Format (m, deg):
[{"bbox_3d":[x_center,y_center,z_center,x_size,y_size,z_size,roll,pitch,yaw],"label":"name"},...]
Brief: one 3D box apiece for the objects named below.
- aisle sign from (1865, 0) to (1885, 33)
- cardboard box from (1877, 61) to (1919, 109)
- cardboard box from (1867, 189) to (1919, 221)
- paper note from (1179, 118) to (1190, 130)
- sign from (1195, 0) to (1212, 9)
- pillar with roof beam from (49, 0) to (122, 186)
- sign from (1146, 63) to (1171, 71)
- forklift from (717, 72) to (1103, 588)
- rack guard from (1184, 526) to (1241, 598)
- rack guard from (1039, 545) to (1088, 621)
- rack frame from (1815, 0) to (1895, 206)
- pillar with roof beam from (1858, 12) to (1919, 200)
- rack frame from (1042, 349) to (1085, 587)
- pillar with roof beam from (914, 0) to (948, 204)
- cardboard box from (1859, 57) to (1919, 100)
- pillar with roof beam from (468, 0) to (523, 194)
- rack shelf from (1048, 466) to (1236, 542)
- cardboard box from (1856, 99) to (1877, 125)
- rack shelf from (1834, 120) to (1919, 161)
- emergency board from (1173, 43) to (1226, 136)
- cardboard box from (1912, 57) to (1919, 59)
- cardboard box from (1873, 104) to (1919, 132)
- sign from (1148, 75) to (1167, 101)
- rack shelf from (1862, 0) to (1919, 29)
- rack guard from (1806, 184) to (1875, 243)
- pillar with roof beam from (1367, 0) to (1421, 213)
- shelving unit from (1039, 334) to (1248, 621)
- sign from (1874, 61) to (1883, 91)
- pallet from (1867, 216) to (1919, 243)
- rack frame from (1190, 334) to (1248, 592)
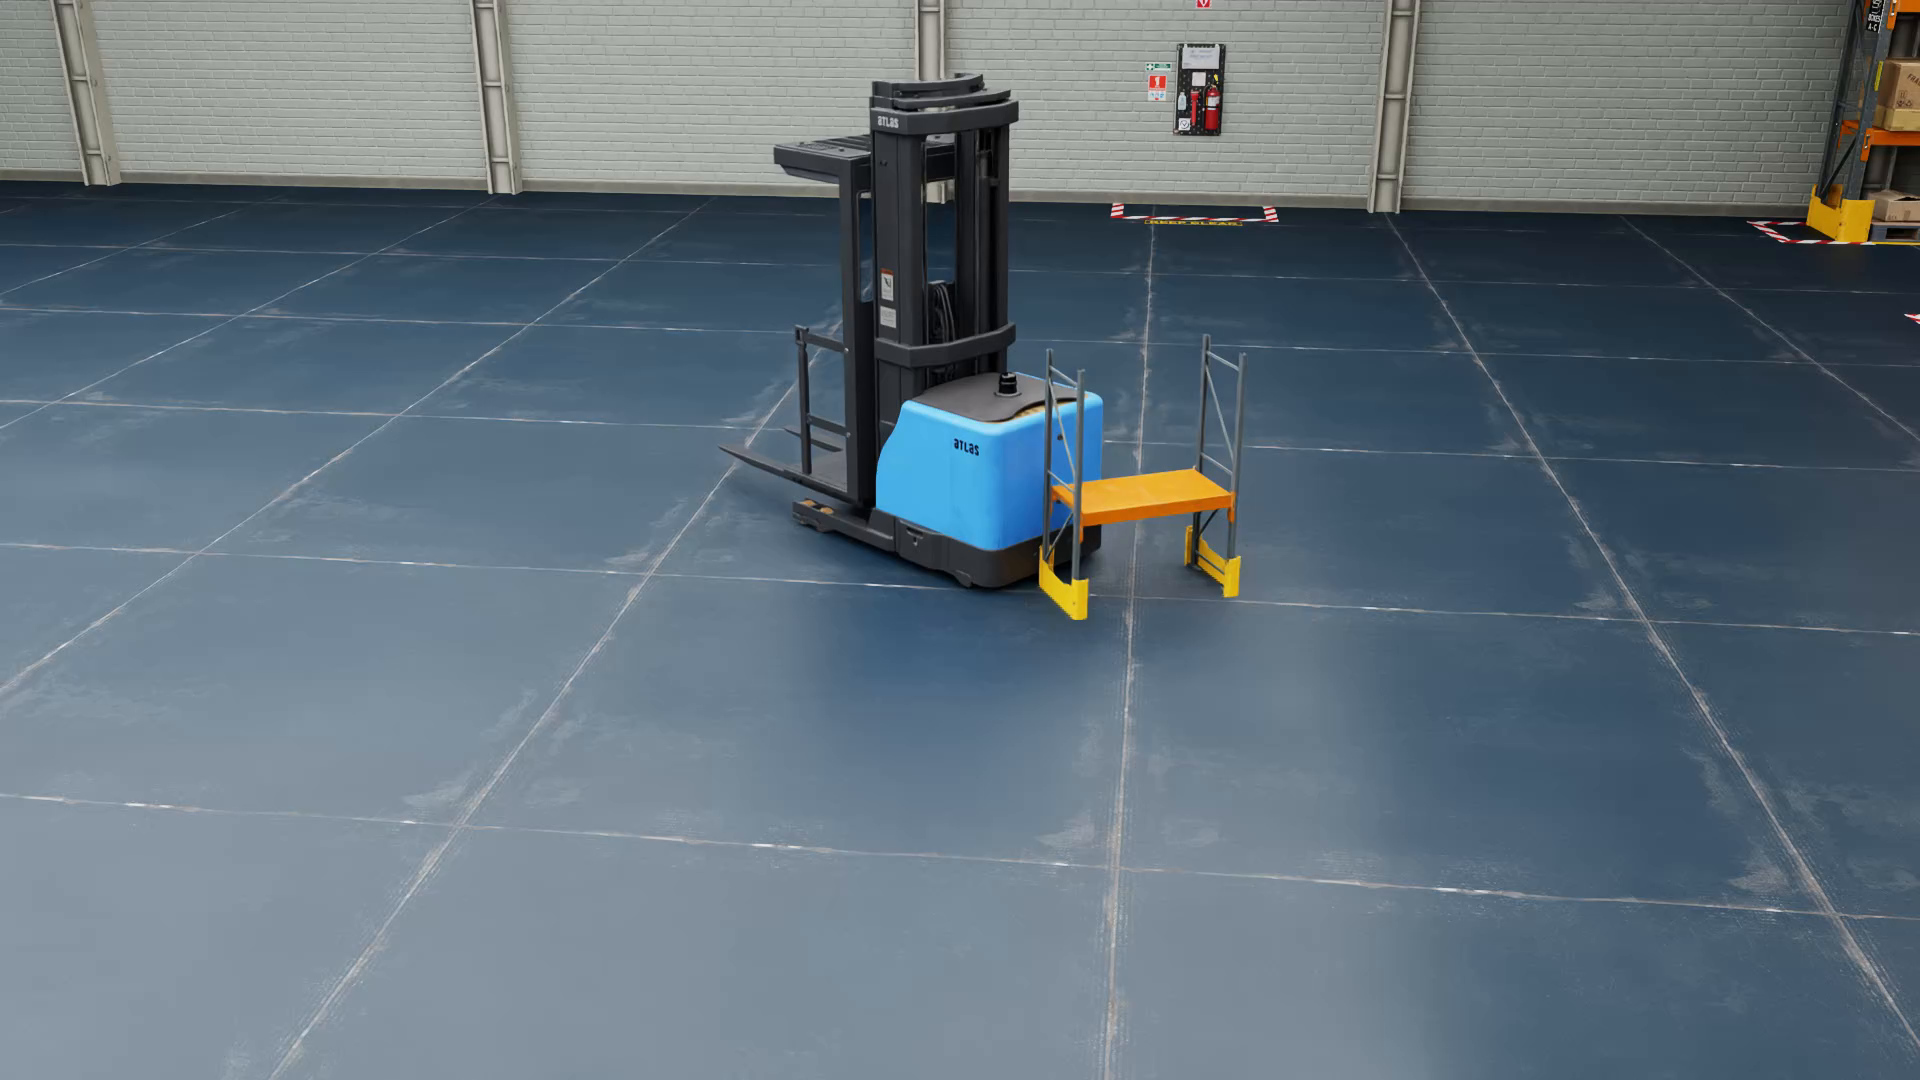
[{"bbox_3d":[10.630,-6.292,19.240,0.004,0.787,0.394,2,22,6],"label":"aisle sign"},{"bbox_3d":[11.176,-5.348,19.543,0.500,0.500,0.500,3,22,6],"label":"cardboard box"},{"bbox_3d":[11.414,-4.081,20.242,0.500,0.311,0.500,0,22,0],"label":"cardboard box"},{"bbox_3d":[2.959,-5.479,21.917,0.142,0.148,0.016,2,22,6],"label":"paper note"},{"bbox_3d":[3.130,-6.970,21.338,0.199,0.298,0.001,2,22,6],"label":"sign"},{"bbox_3d":[-12.806,-7.732,18.257,0.400,9.000,9.100,2,22,6],"label":"pillar with roof beam"},{"bbox_3d":[2.593,-6.177,21.715,0.331,0.109,0.001,2,22,6],"label":"sign"},{"bbox_3d":[-0.479,-1.528,10.818,1.130,2.935,3.031,-19,29,-40],"label":"forklift"},{"bbox_3d":[1.555,0.129,10.273,0.087,0.250,0.587,-7,23,-18],"label":"rack guard"},{"bbox_3d":[0.617,0.252,9.962,0.087,0.250,0.587,-7,23,-18],"label":"rack guard"},{"bbox_3d":[10.737,-5.190,19.987,0.127,3.000,1.000,2,22,6],"label":"rack frame"},{"bbox_3d":[11.027,-6.693,15.631,0.400,9.000,9.100,2,22,6],"label":"pillar with roof beam"},{"bbox_3d":[0.599,-0.327,9.726,0.032,1.500,0.500,-7,23,-18],"label":"rack frame"},{"bbox_3d":[-0.889,-7.213,16.944,0.400,9.000,9.100,2,22,6],"label":"pillar with roof beam"},{"bbox_3d":[11.230,-5.535,20.018,0.500,0.500,0.500,2,22,6],"label":"cardboard box"},{"bbox_3d":[-6.847,-7.472,17.601,0.400,9.000,9.100,2,22,6],"label":"pillar with roof beam"},{"bbox_3d":[1.077,-0.222,9.951,1.000,0.185,0.538,-7,23,-18],"label":"rack shelf"},{"bbox_3d":[11.224,-5.180,20.139,0.500,0.250,0.500,3,22,7],"label":"cardboard box"},{"bbox_3d":[12.723,-4.769,19.900,4.000,0.370,1.077,2,22,6],"label":"rack shelf"},{"bbox_3d":[3.126,-5.856,21.672,0.643,1.169,0.194,2,22,6],"label":"emergency board"},{"bbox_3d":[11.729,-5.510,19.954,0.500,0.500,0.500,3,22,7],"label":"cardboard box"},{"bbox_3d":[11.184,-4.992,19.664,0.500,0.250,0.500,2,22,5],"label":"cardboard box"},{"bbox_3d":[2.589,-5.934,21.821,0.234,0.329,0.001,2,22,6],"label":"sign"},{"bbox_3d":[12.723,-6.164,19.349,4.000,0.370,1.077,2,22,6],"label":"rack shelf"},{"bbox_3d":[10.813,-4.024,20.438,0.348,0.500,1.175,2,22,6],"label":"rack guard"},{"bbox_3d":[5.069,-6.953,16.287,0.400,9.000,9.100,2,22,6],"label":"pillar with roof beam"},{"bbox_3d":[1.086,-0.390,9.887,1.083,1.500,0.587,-7,23,-18],"label":"shelving unit"},{"bbox_3d":[10.673,-5.394,19.327,0.005,0.325,0.100,2,22,6],"label":"sign"},{"bbox_3d":[11.615,-3.842,20.370,1.213,0.211,1.003,2,22,6],"label":"pallet"},{"bbox_3d":[1.556,-0.452,10.043,0.032,1.500,0.500,-7,23,-18],"label":"rack frame"}]
